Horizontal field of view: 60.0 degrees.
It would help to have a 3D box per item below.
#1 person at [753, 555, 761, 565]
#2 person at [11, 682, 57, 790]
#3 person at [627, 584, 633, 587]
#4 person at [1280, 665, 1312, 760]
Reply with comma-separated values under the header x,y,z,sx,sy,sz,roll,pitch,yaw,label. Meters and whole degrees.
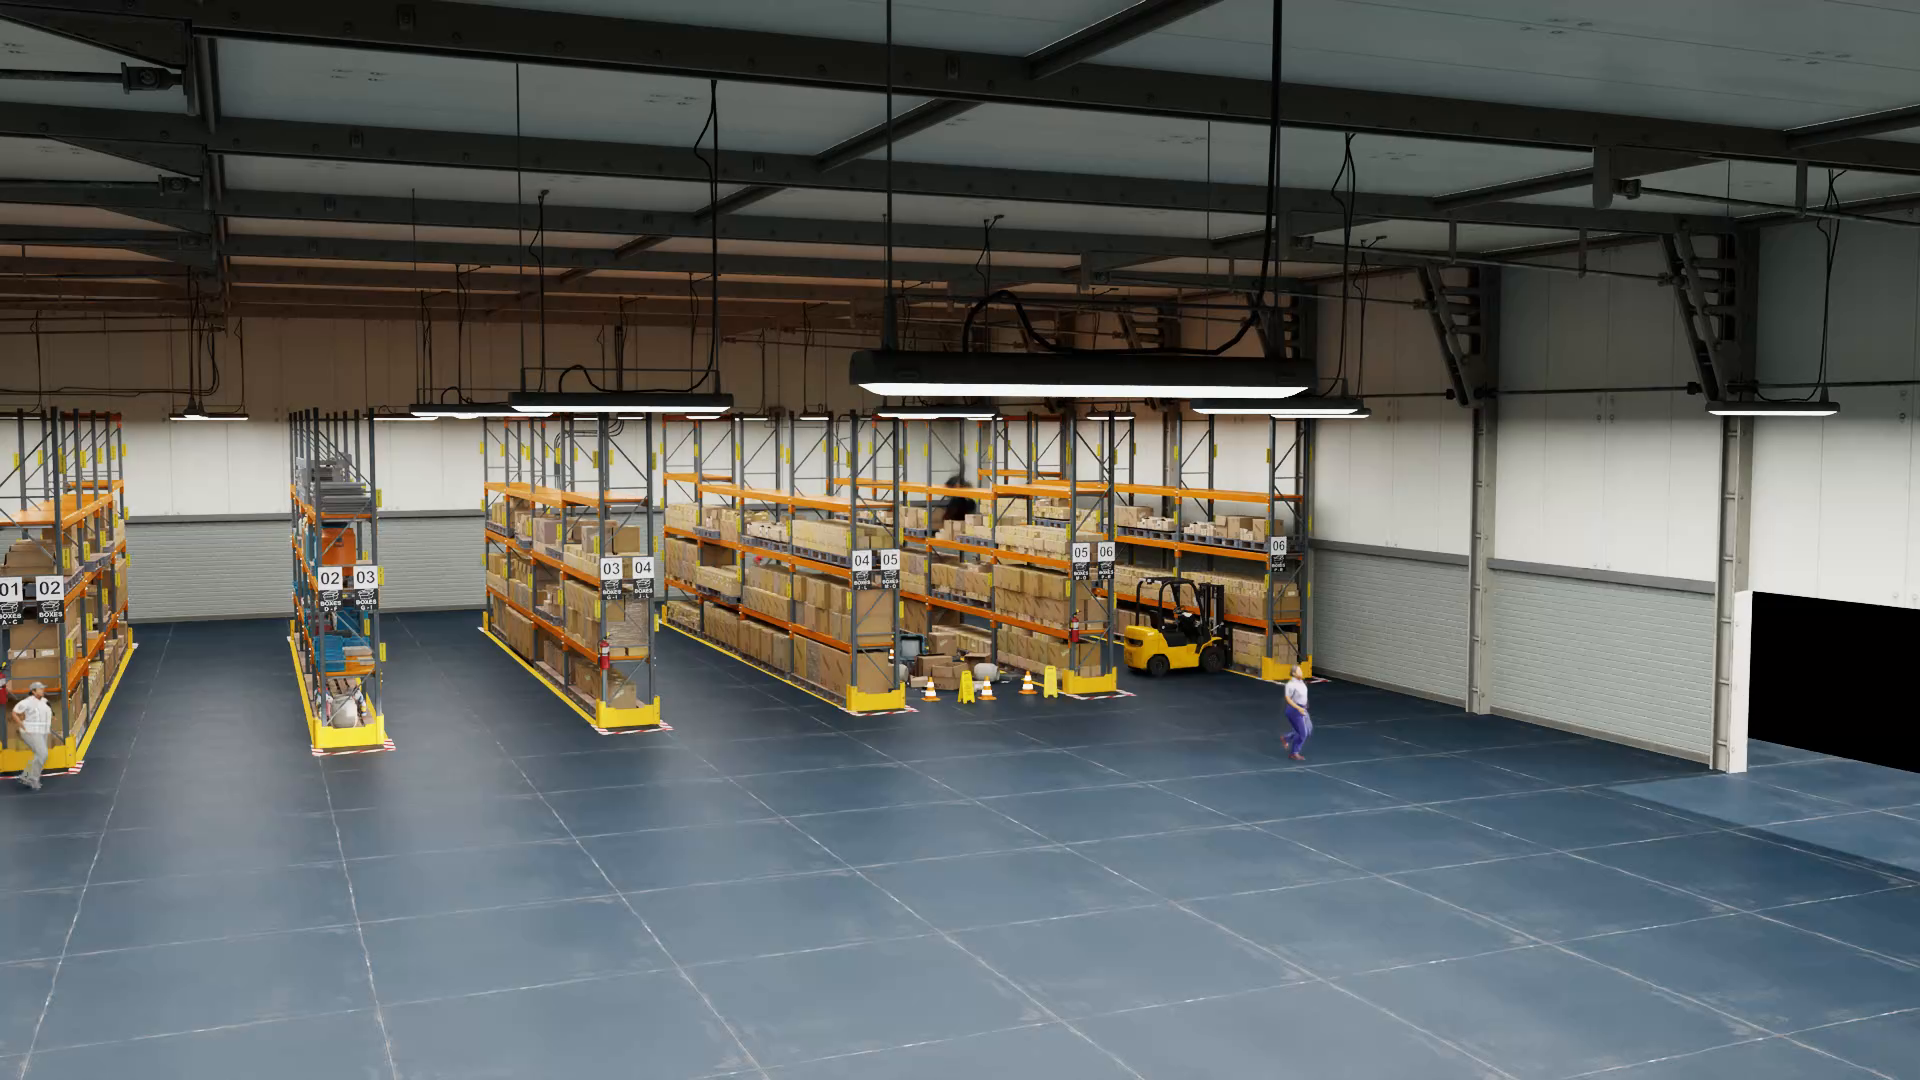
x,y,z,sx,sy,sz,roll,pitch,yaw,label
-6.107,1.330,50.376,0.621,1.739,0.666,-2,4,-26,person
-14.527,3.087,26.201,0.625,1.707,0.582,0,4,5,person
-9.169,1.697,46.027,0.572,1.626,0.568,-1,4,-15,person
5.736,2.940,28.418,0.515,1.616,0.605,2,5,29,person
